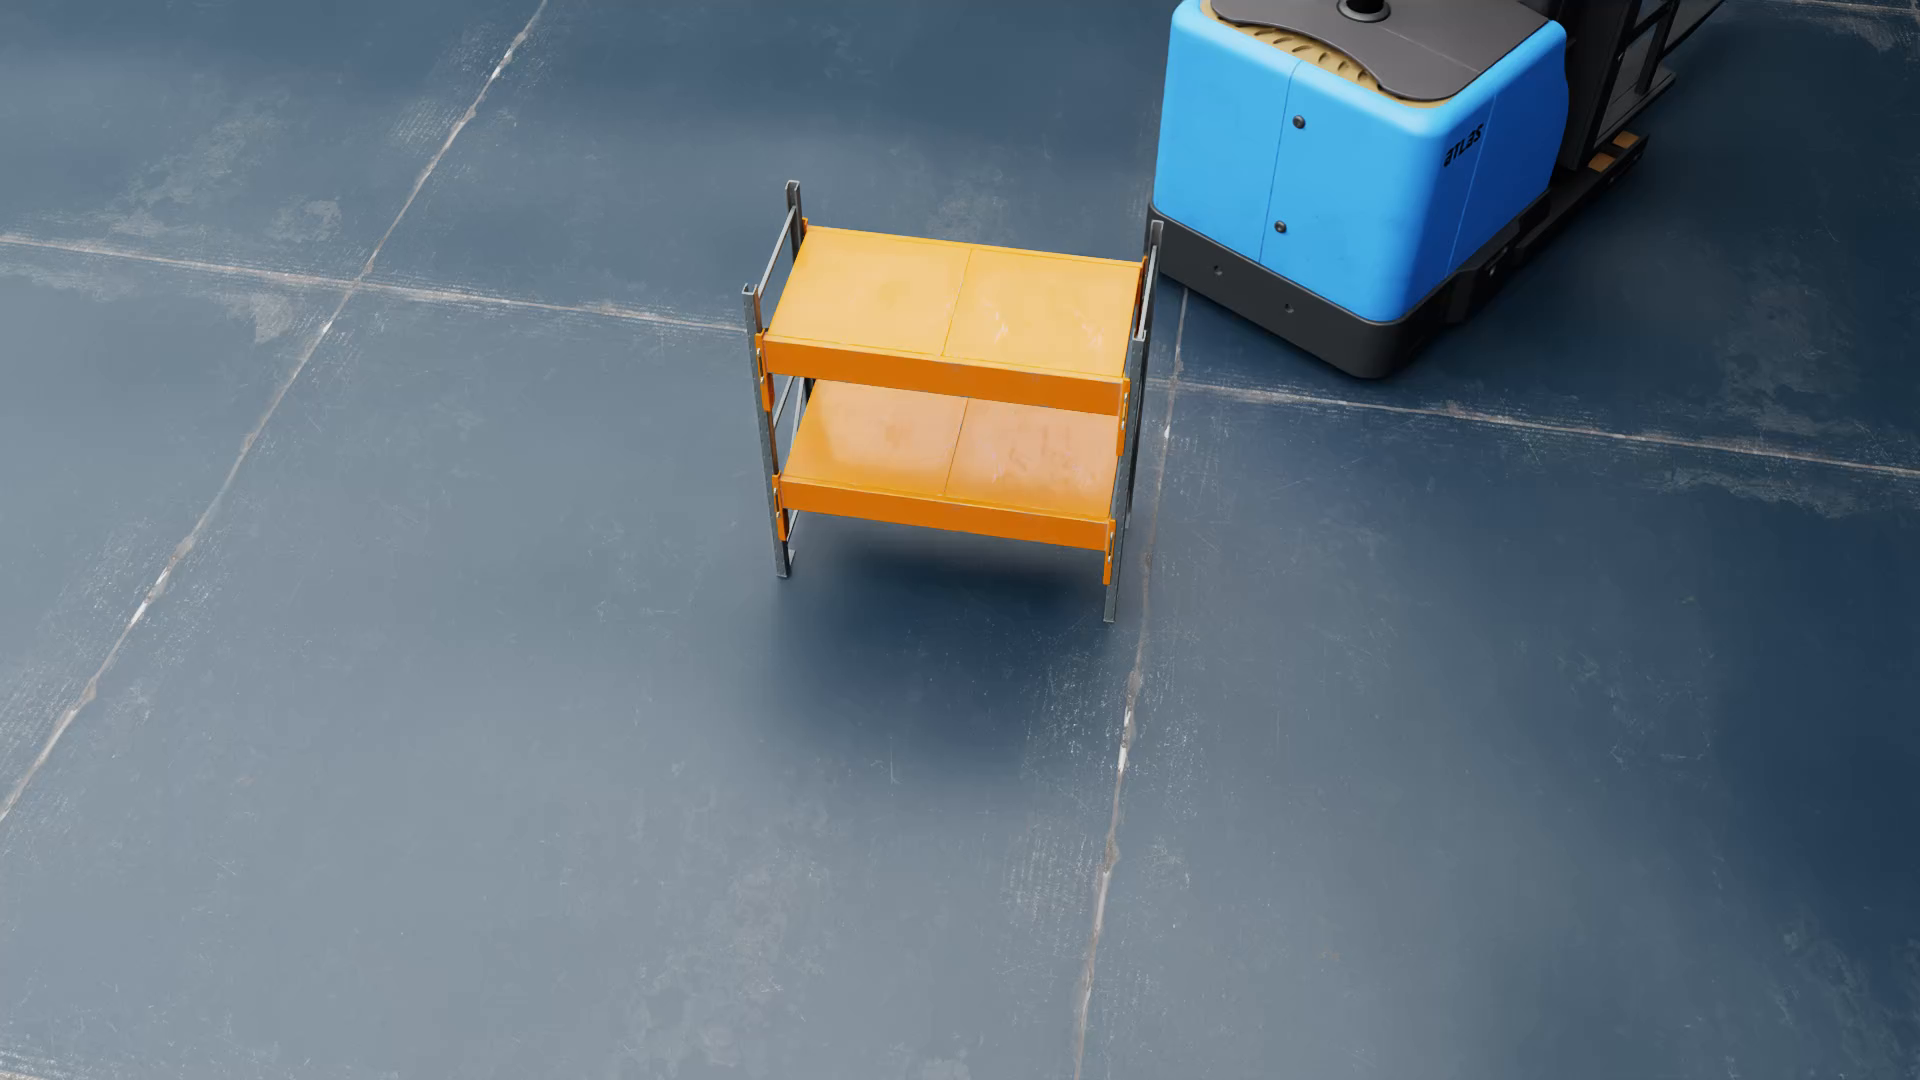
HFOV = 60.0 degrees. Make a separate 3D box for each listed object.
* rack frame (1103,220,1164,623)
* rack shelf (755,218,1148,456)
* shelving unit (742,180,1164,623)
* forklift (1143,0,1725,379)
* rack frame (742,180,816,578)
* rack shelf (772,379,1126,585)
[{"bbox_3d":[0.494,-0.310,4.772,0.032,1.125,0.500,8,49,7],"label":"rack frame"},{"bbox_3d":[-0.007,-0.572,4.615,1.000,0.278,0.538,8,49,7],"label":"rack shelf"},{"bbox_3d":[-0.007,-0.377,4.832,1.048,1.125,0.538,8,49,7],"label":"shelving unit"},{"bbox_3d":[2.036,-2.539,5.561,1.130,2.935,3.031,34,56,27],"label":"forklift"},{"bbox_3d":[-0.507,-0.444,4.893,0.032,1.125,0.500,8,49,7],"label":"rack frame"},{"bbox_3d":[-0.007,-0.213,5.014,1.000,0.278,0.538,8,49,7],"label":"rack shelf"}]
